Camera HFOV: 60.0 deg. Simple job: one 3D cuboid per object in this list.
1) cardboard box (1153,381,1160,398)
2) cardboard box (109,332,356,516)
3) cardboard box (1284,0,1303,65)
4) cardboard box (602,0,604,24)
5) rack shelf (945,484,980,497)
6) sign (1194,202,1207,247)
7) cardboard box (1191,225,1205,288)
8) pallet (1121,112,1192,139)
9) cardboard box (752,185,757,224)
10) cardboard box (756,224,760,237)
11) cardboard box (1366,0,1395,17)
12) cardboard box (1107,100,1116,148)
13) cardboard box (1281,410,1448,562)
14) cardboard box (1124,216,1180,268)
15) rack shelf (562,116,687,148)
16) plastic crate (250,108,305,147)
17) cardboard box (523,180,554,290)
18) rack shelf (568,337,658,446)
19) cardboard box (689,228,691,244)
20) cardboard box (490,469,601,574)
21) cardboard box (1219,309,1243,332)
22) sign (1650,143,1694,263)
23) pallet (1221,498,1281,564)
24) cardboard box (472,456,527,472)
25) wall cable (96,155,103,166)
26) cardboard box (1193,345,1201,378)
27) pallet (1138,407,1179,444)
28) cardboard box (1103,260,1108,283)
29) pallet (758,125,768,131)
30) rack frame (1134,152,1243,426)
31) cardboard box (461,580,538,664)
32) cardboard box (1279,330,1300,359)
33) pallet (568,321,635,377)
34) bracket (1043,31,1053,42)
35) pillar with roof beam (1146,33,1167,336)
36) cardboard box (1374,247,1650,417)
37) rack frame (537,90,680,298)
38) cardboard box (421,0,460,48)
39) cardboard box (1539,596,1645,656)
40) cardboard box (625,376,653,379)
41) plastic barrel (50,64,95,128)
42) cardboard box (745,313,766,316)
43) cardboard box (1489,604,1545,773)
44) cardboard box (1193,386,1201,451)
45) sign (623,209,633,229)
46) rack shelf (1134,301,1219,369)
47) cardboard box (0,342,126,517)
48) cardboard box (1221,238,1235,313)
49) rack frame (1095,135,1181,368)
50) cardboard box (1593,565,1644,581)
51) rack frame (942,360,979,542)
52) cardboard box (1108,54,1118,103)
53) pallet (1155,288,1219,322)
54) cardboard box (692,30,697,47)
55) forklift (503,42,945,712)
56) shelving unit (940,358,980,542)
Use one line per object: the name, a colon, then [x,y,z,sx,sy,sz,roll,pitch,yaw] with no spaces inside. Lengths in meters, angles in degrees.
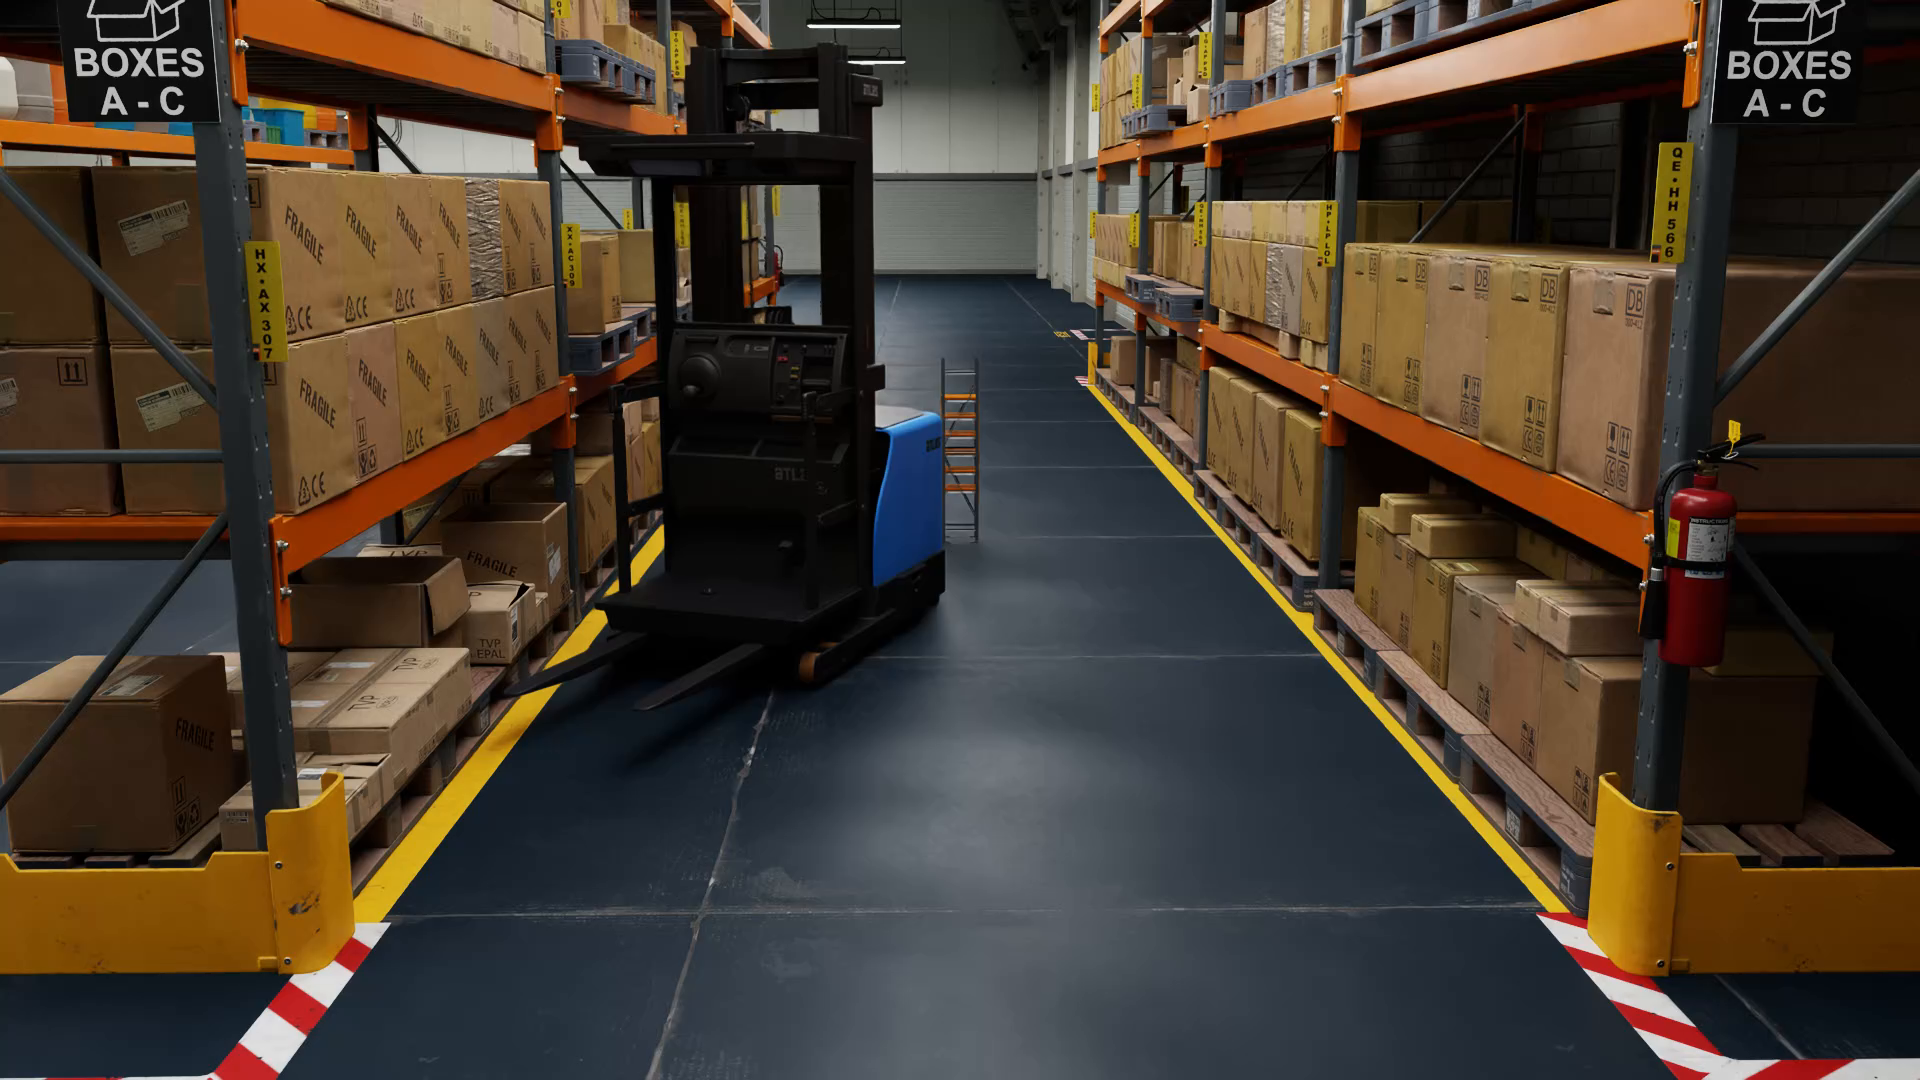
cardboard box: [2.222,-1.564,17.244,0.380,0.166,0.250,-2,12,-9]
cardboard box: [-2.187,-0.363,5.051,0.500,0.500,0.500,0,11,0]
cardboard box: [2.475,-3.259,10.677,0.700,0.500,0.500,0,11,2]
cardboard box: [-2.583,-3.534,10.625,0.500,0.500,0.500,0,11,-1]
rack shelf: [0.000,-0.312,11.011,0.258,0.103,0.180,0,11,-1]
sign: [1.803,-2.360,12.436,0.100,0.325,0.005,0,11,-1]
cardboard box: [2.287,-2.305,13.517,0.700,0.500,0.500,-1,12,-7]
pallet: [2.169,-3.886,15.596,1.213,0.211,1.003,0,11,-1]
cardboard box: [-2.774,-3.986,19.649,0.700,0.500,0.500,0,11,-1]
cardboard box: [-2.567,-3.645,19.596,0.380,0.149,0.250,0,11,0]
cardboard box: [2.179,-2.553,7.626,0.500,0.250,0.500,0,11,-1]
cardboard box: [1.927,-4.677,18.723,0.500,0.500,0.500,0,11,1]
cardboard box: [2.285,-0.322,9.450,0.750,0.750,0.750,0,11,0]
cardboard box: [1.944,-3.027,16.878,0.500,0.500,0.500,0,11,-1]
rack shelf: [-2.648,-3.330,14.192,1.077,0.370,4.000,0,11,-1]
plastic crate: [-7.384,-4.470,18.042,0.392,0.384,0.575,0,11,-1]
cardboard box: [-2.255,-1.459,7.940,0.500,0.500,0.500,0,11,-1]
rack shelf: [-2.566,-1.064,10.571,1.077,0.370,4.000,0,11,-1]
cardboard box: [-2.502,-3.031,16.571,0.380,0.149,0.250,0,11,-1]
cardboard box: [-2.291,-0.107,9.224,0.500,0.500,0.500,-1,11,-4]
cardboard box: [2.038,-1.553,11.750,0.380,0.149,0.250,0,11,1]
sign: [1.968,-0.930,4.589,0.100,0.325,0.005,0,11,-1]
pallet: [2.309,-0.070,10.874,1.003,0.211,1.213,0,11,-1]
cardboard box: [-2.823,-0.205,9.707,0.500,0.500,0.500,0,11,-1]
wall cable: [-27.792,-11.134,51.116,3.097,2.526,0.112,0,11,-1]
cardboard box: [2.314,-1.552,14.461,0.500,0.250,0.500,0,11,-1]
pallet: [2.280,-1.109,15.997,1.003,0.211,1.213,0,11,-1]
cardboard box: [1.902,-3.060,18.922,0.500,0.250,0.500,0,11,-2]
pallet: [-2.784,-4.691,19.315,1.003,0.211,1.213,0,11,-1]
rack frame: [2.263,-2.631,16.483,1.000,3.000,0.127,0,11,-1]
cardboard box: [-2.213,0.344,7.476,0.500,0.311,0.500,0,11,-1]
cardboard box: [2.085,-1.147,9.752,0.380,0.149,0.250,0,11,-1]
pallet: [-2.432,-1.085,9.344,1.003,0.211,1.213,0,11,-1]
bracket: [2.217,-12.681,41.881,0.235,0.232,0.430,0,11,-1]
pillar with roof beam: [-1.369,-7.405,24.929,9.100,9.000,0.400,0,11,-1]
cardboard box: [2.433,-0.935,7.367,0.980,0.700,0.700,-1,11,-3]
rack frame: [-2.607,-1.815,12.459,1.000,3.000,0.127,0,11,-1]
cardboard box: [-2.224,-2.022,6.316,0.500,0.250,0.500,0,11,-1]
cardboard box: [2.212,0.292,5.673,0.380,0.149,0.250,0,11,-2]
cardboard box: [-2.889,-1.254,14.147,0.500,0.311,0.500,0,11,-2]
plastic barrel: [-7.373,-3.770,13.472,0.600,0.830,0.708,0,11,-1]
cardboard box: [-2.428,-2.327,18.956,0.500,0.500,0.500,0,11,-1]
cardboard box: [2.386,0.536,6.105,0.700,0.500,0.500,0,11,-1]
cardboard box: [2.279,-0.969,13.472,0.700,0.500,0.500,0,11,0]
sign: [-3.245,-3.070,16.272,0.100,0.325,0.005,0,11,-1]
rack shelf: [2.304,-1.881,14.594,1.077,0.370,4.000,0,11,-1]
cardboard box: [-2.723,-0.361,5.044,0.500,0.500,0.500,0,11,1]
cardboard box: [2.101,-1.839,11.527,0.500,0.500,0.500,0,11,1]
rack frame: [2.180,-3.426,20.402,1.000,3.000,0.127,0,11,-1]
cardboard box: [2.583,0.191,6.174,0.380,0.149,0.250,0,11,-1]
rack frame: [0.002,-0.573,10.864,0.240,1.200,0.006,0,11,-1]
cardboard box: [1.927,-5.166,18.615,0.500,0.500,0.500,0,11,0]
pallet: [2.224,-1.883,13.278,1.213,0.211,1.003,0,11,-1]
cardboard box: [-2.716,-4.457,15.374,0.500,0.500,0.500,0,11,0]
forklift: [-1.056,-0.847,7.862,1.130,2.935,3.031,4,12,19]
shelving unit: [0.000,-0.591,10.954,0.258,1.200,0.189,0,11,-1]
